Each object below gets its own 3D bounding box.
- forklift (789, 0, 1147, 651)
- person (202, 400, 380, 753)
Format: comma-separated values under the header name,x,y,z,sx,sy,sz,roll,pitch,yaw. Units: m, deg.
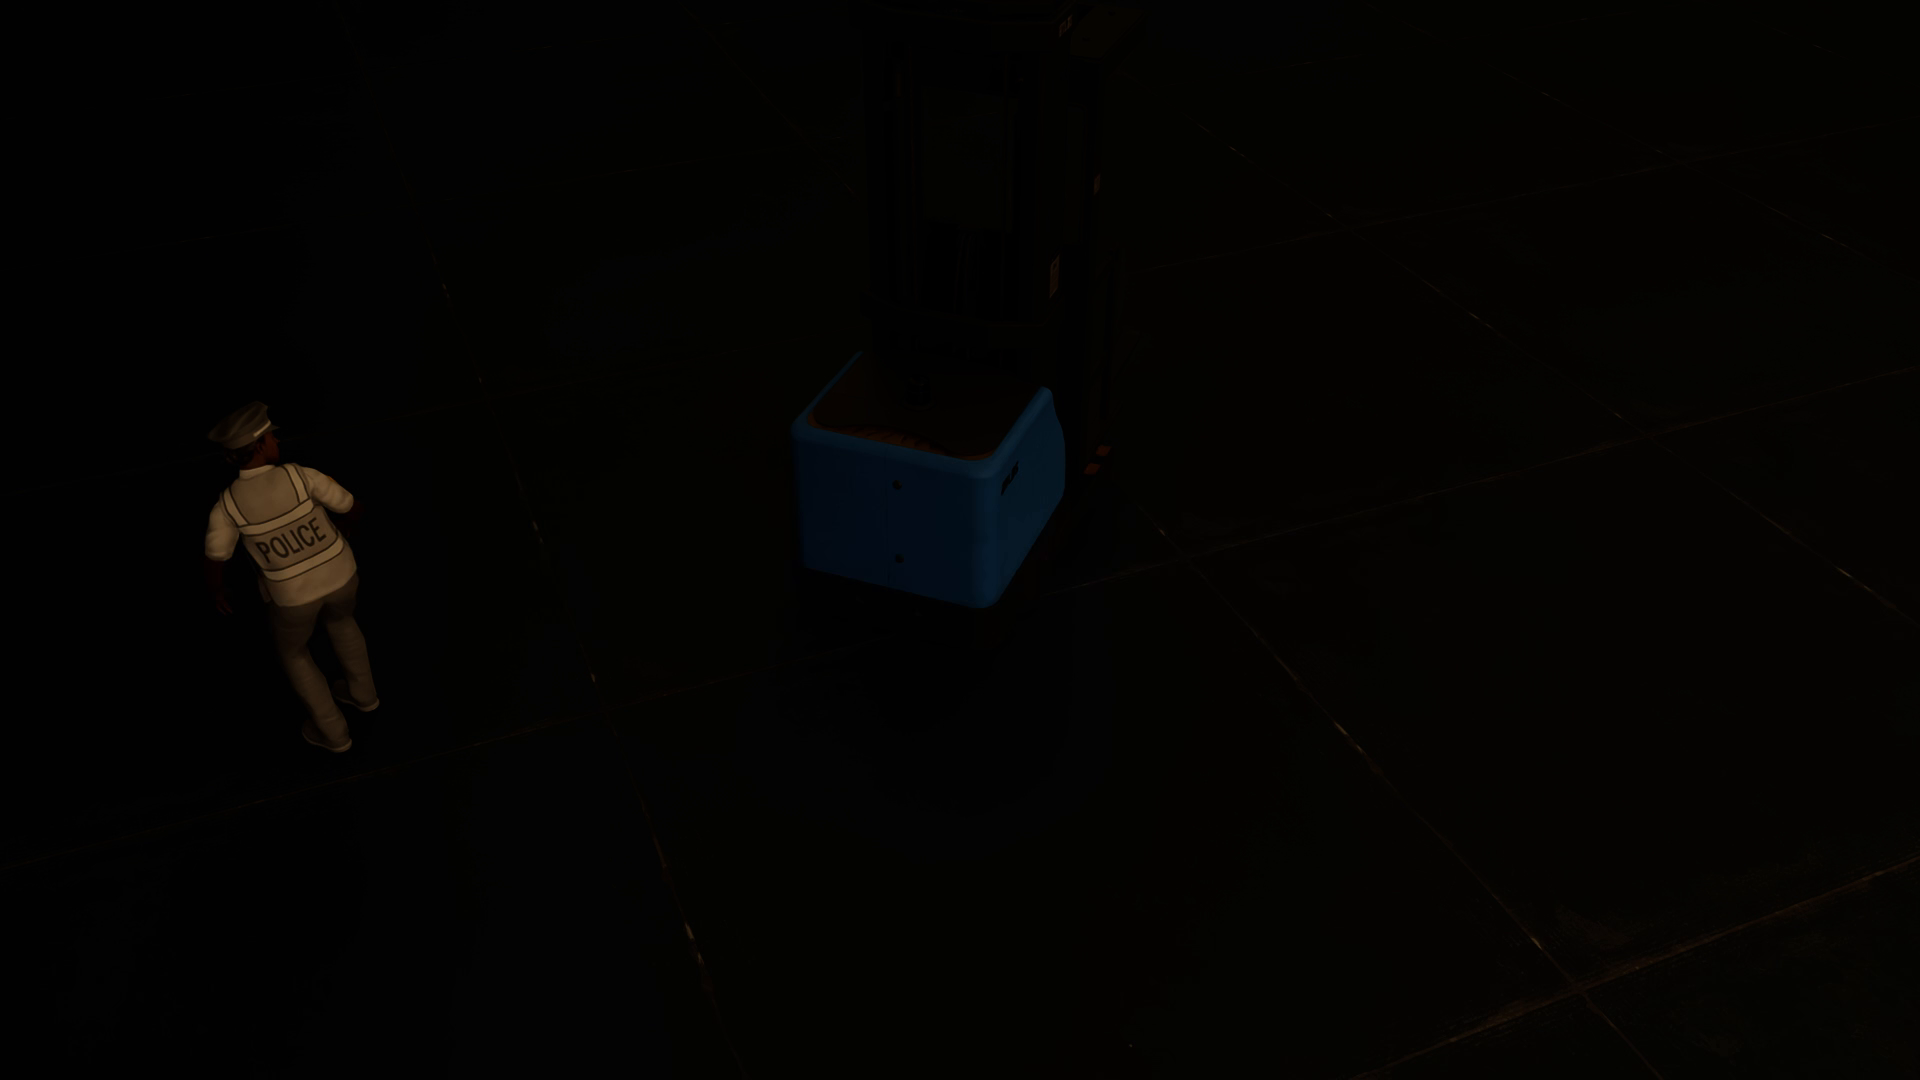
name,x,y,z,sx,sy,sz,roll,pitch,yaw
forklift,0.219,-1.525,8.244,1.130,2.935,3.031,13,37,17
person,-2.806,0.169,6.993,0.655,1.637,0.485,-26,43,-32
